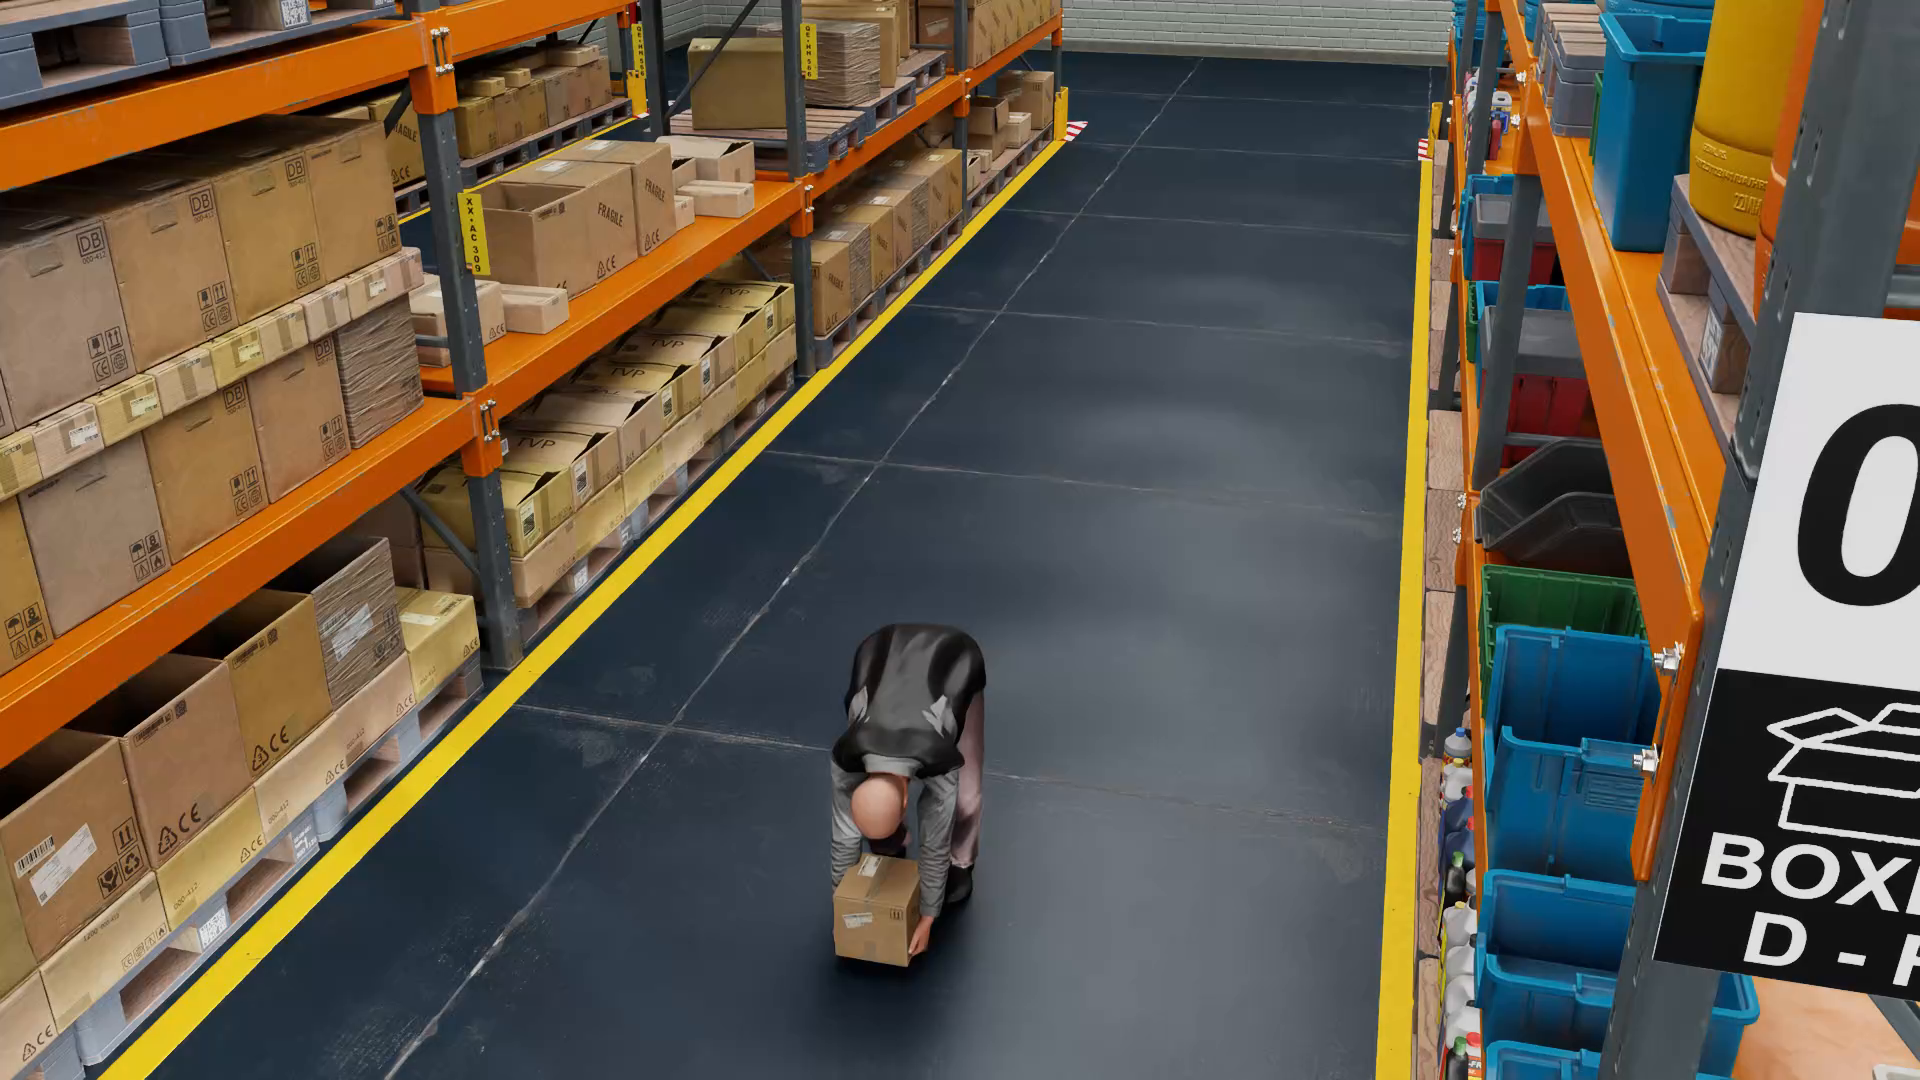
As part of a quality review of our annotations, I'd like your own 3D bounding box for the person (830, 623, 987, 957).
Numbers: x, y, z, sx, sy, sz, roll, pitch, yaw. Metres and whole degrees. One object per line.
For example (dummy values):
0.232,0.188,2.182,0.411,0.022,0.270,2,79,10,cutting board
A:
-0.178,0.846,5.698,0.508,0.987,0.945,5,26,11,person
